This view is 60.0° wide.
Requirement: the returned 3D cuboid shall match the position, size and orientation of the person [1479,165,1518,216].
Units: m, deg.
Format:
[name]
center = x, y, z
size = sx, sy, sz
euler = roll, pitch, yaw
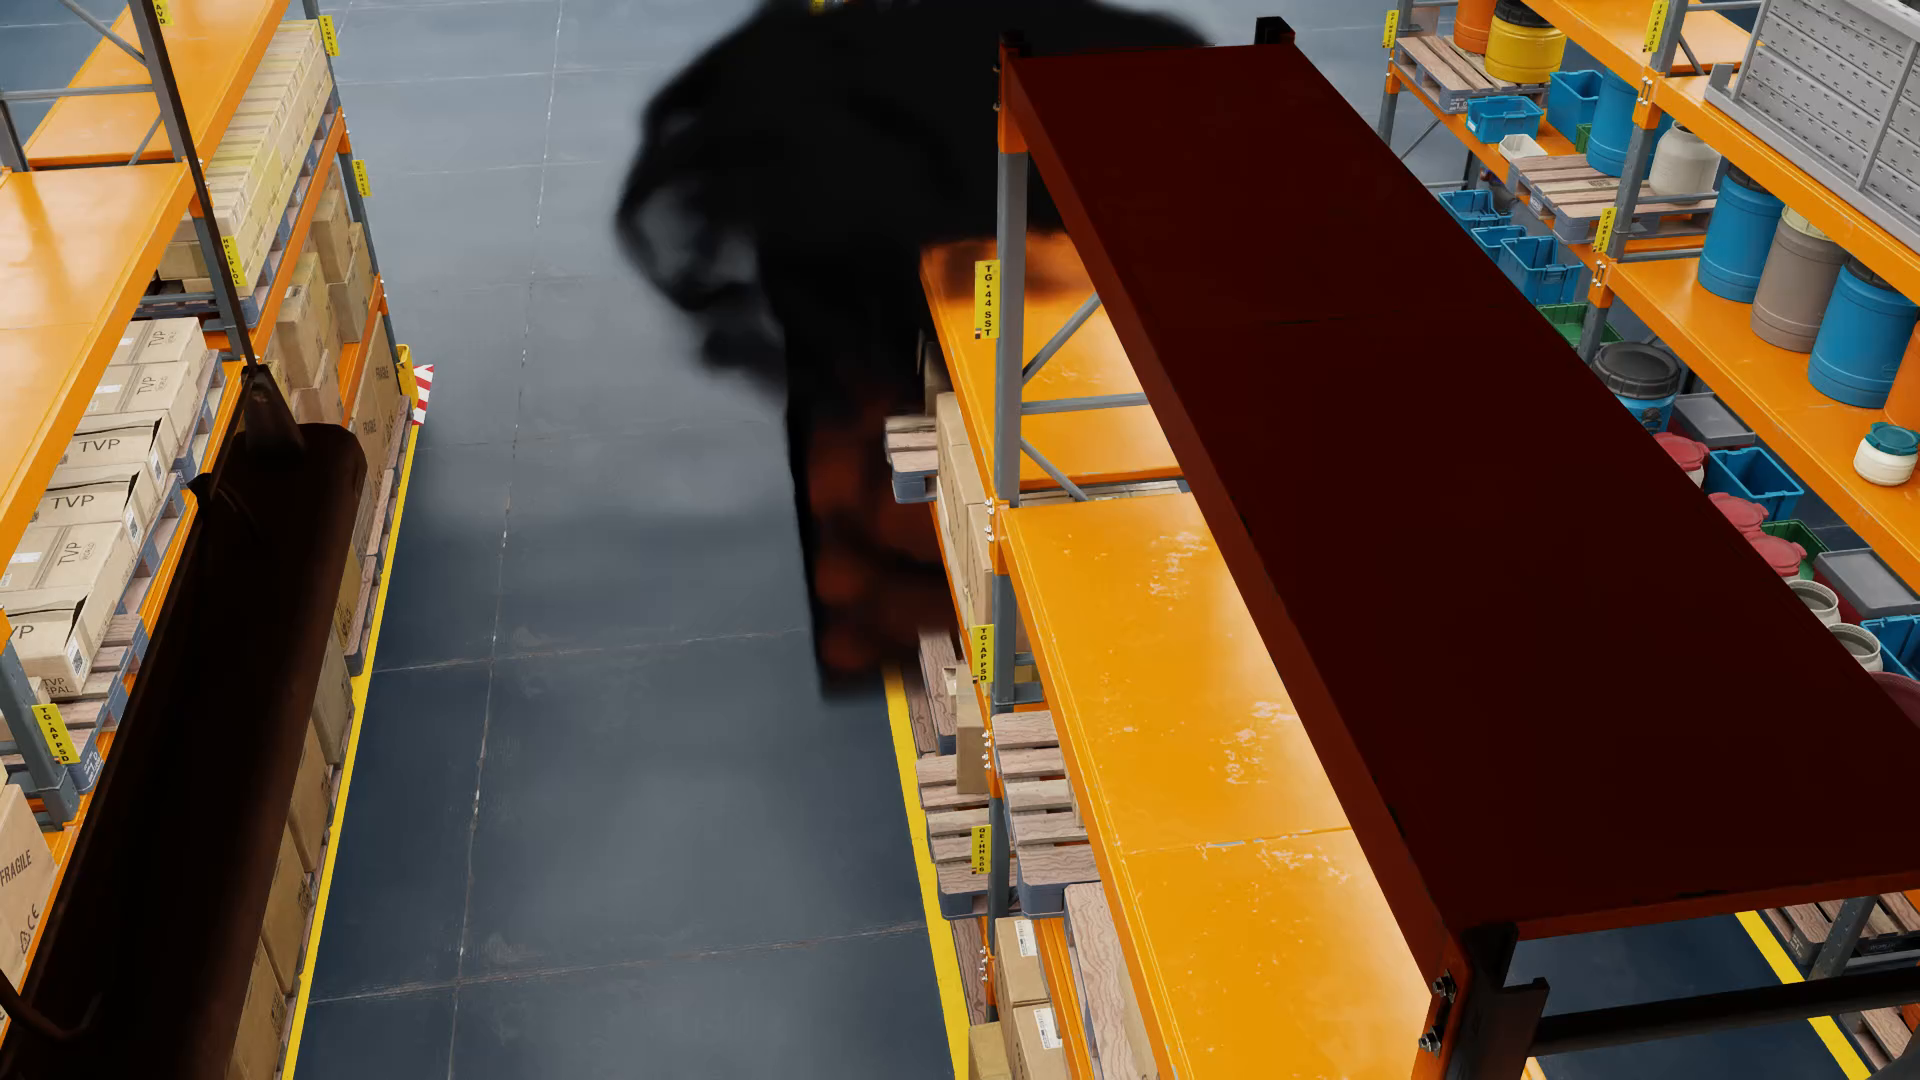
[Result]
[person]
center = 5.257, -3.369, 16.228
size = 0.557, 1.685, 0.597
euler = -28, 44, -32
